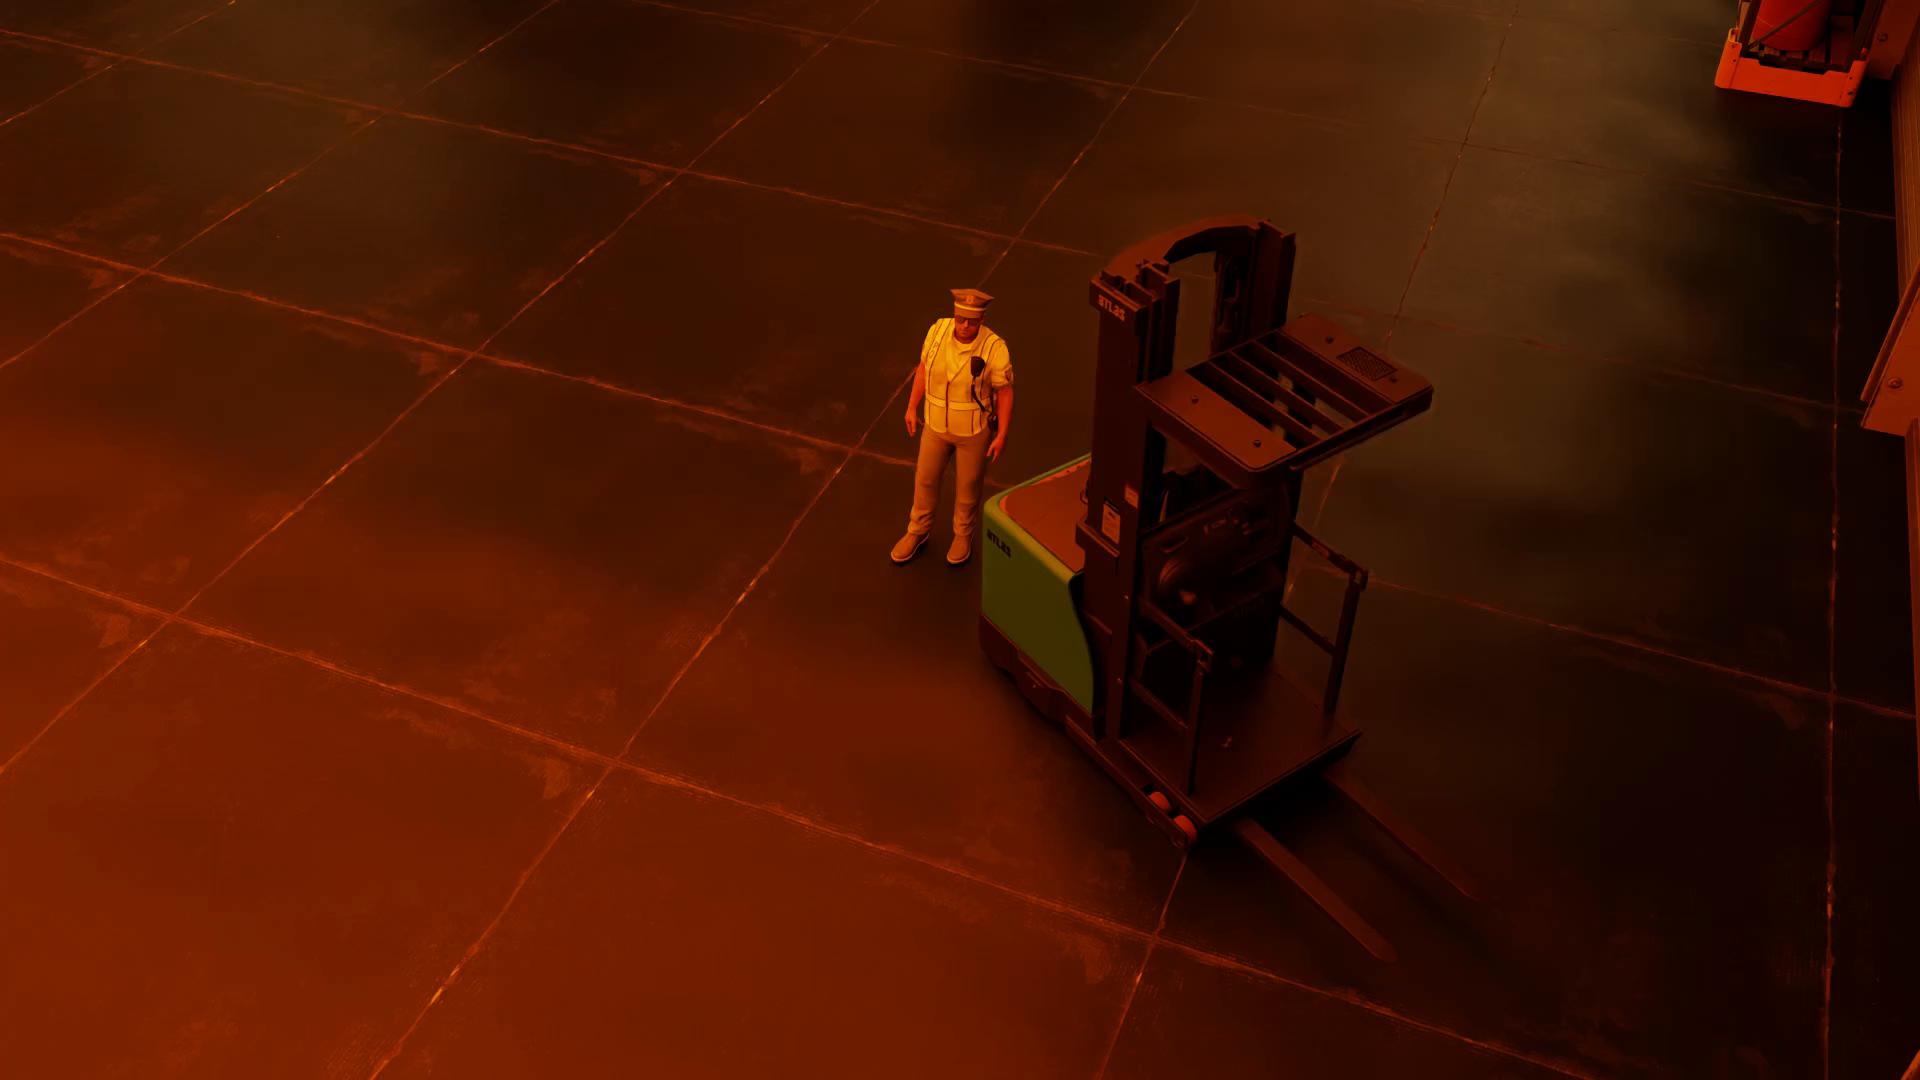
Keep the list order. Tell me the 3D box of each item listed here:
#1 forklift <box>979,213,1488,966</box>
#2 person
[{"bbox_3d":[1.368,0.079,7.911,1.130,2.935,3.031,-24,46,-26],"label":"forklift"},{"bbox_3d":[-0.041,-0.645,9.662,0.640,1.777,0.575,15,42,17],"label":"person"}]
